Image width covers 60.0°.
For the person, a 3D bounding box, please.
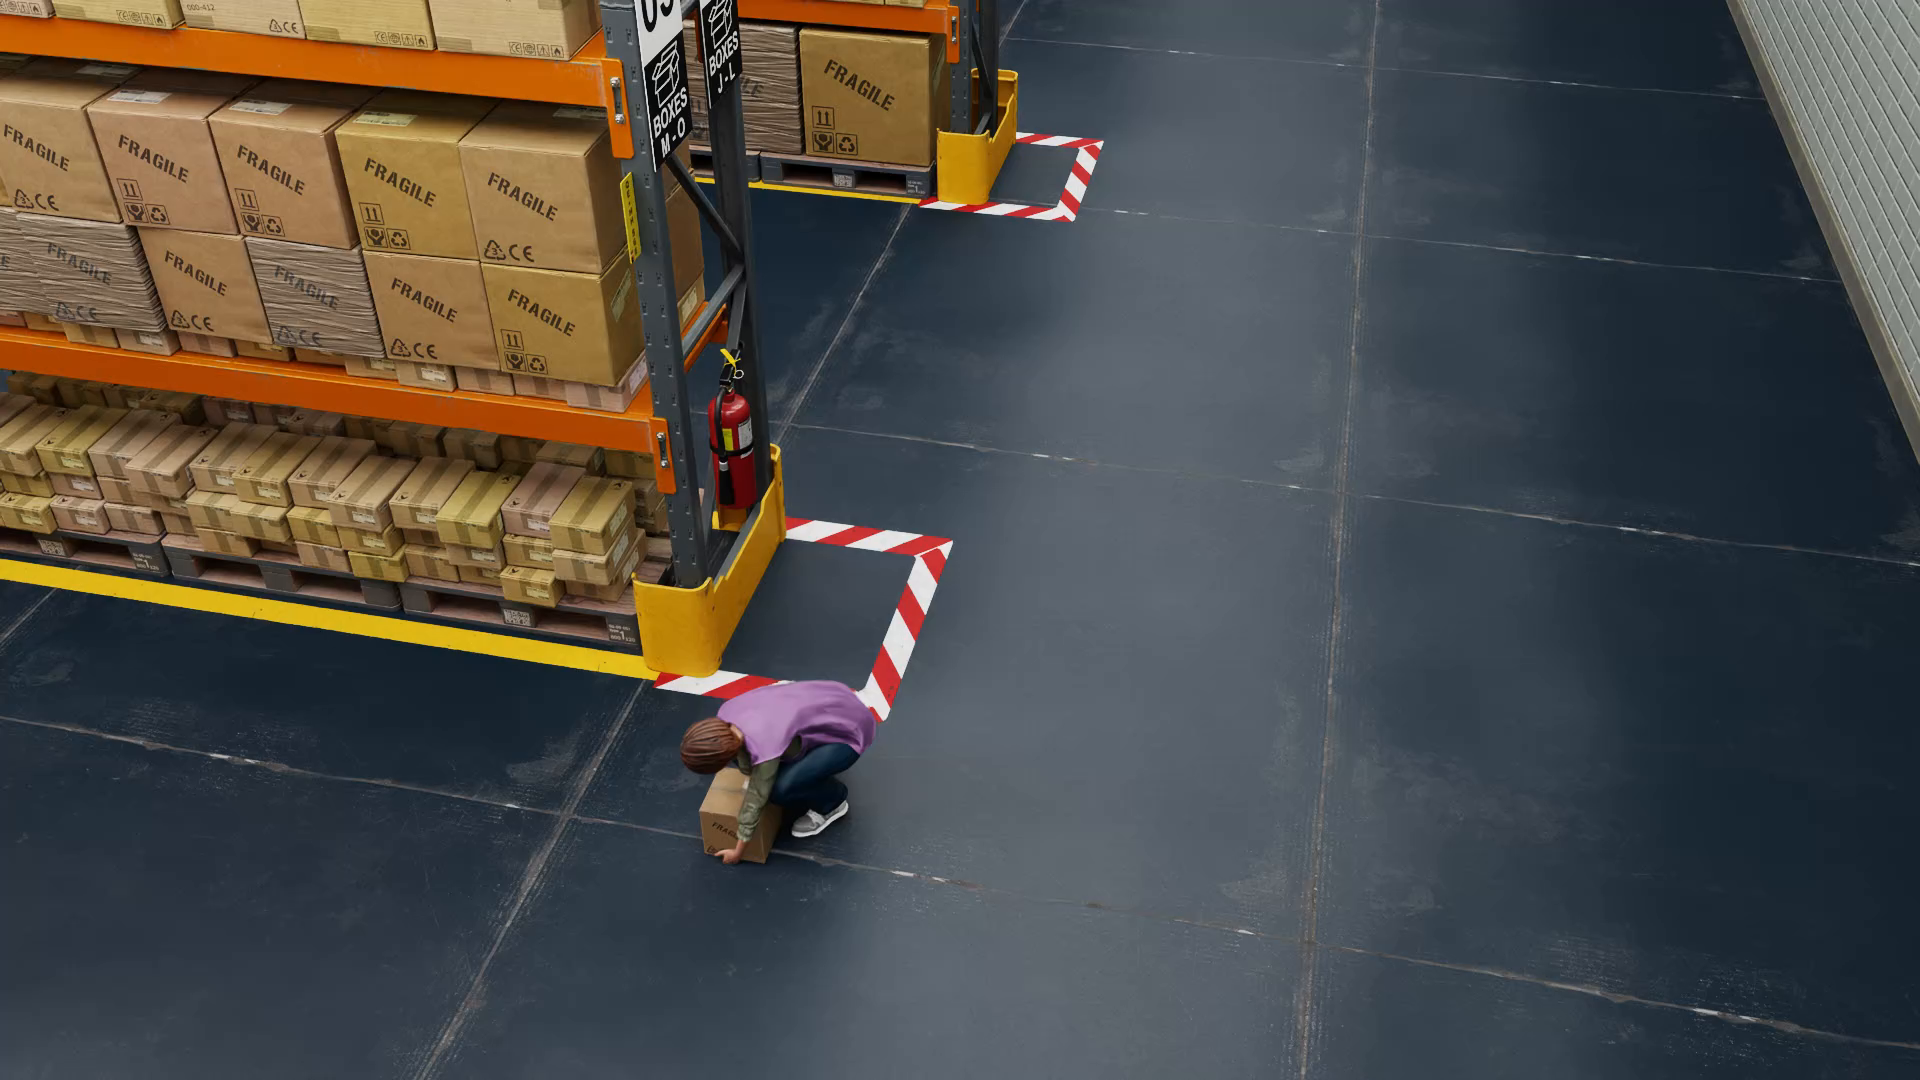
[{"bbox_3d":[-0.714,0.882,6.603,0.830,0.773,0.432,-21,42,-25],"label":"person"}]
